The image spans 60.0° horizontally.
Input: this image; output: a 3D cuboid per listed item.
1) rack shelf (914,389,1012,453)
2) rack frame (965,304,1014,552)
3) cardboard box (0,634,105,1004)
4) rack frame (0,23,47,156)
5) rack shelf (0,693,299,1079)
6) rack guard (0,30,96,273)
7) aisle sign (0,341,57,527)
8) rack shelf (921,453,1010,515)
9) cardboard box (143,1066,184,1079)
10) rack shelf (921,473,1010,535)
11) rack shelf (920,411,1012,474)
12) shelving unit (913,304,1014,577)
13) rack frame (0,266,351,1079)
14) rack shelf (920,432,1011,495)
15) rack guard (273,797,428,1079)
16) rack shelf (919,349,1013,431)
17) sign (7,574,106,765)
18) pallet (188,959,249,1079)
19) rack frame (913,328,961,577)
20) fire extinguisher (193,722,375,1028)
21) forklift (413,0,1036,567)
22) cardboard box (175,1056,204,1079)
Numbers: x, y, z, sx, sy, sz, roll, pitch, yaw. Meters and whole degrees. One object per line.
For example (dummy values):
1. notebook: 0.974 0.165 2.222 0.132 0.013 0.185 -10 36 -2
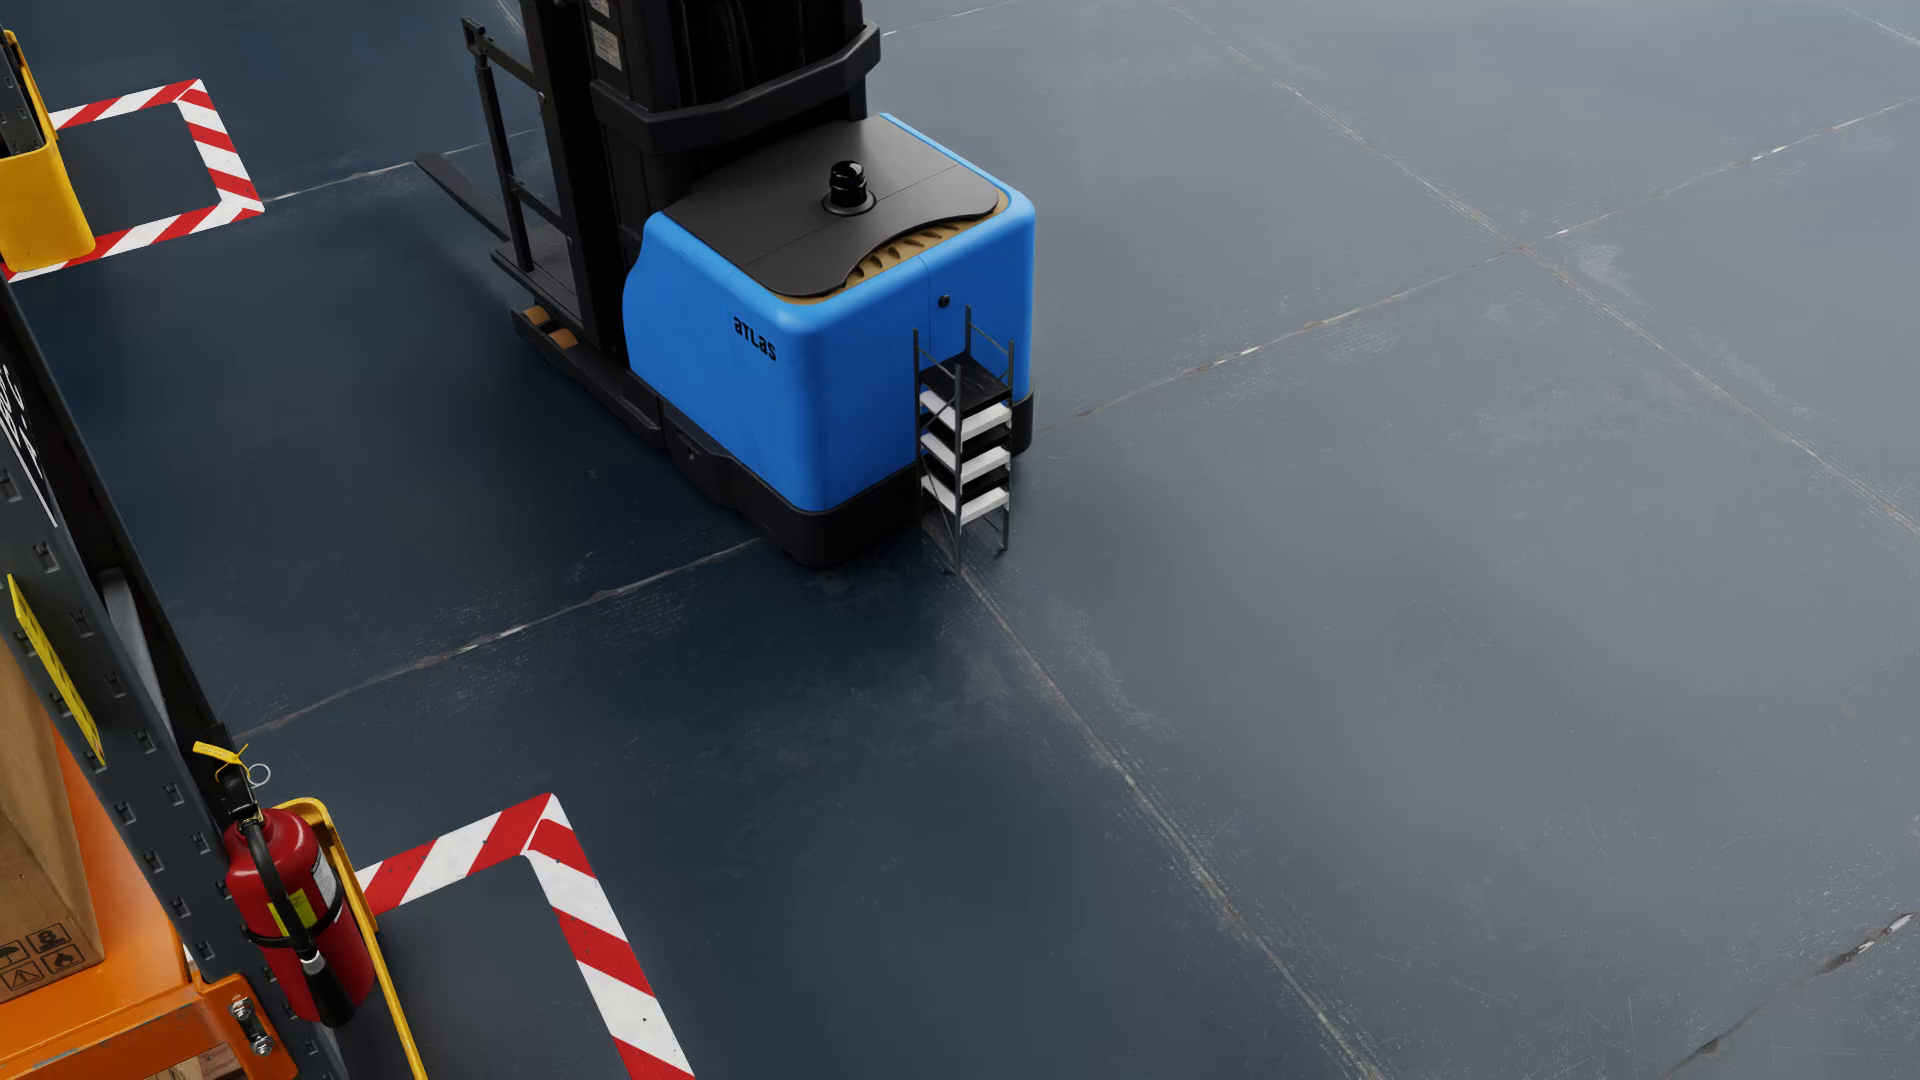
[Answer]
1. rack shelf: 0.010 -0.412 5.317 0.200 0.077 0.258 -27 51 -25
2. rack frame: 0.091 -0.349 5.463 0.006 0.900 0.240 -27 51 -25
3. cardboard box: -1.970 0.477 3.033 0.500 0.500 0.700 -22 48 -21
4. rack frame: -4.024 -2.634 6.310 0.127 3.000 1.000 -22 48 -21
5. rack shelf: -3.293 1.311 2.762 4.000 0.370 1.077 -22 48 -21
6. rack guard: -4.066 -1.682 7.124 0.348 0.500 1.175 -22 48 -21
7. aisle sign: -1.356 -0.420 2.162 0.004 0.787 0.394 -22 48 -21
8. rack shelf: 0.009 -0.219 5.505 0.200 0.077 0.258 -27 51 -25
9. cardboard box: -1.876 1.291 3.400 0.500 0.500 0.500 -22 48 -21
10. rack shelf: 0.009 -0.154 5.568 0.200 0.077 0.258 -27 51 -25
11. rack shelf: 0.010 -0.348 5.380 0.200 0.077 0.258 -27 51 -25
12. shelving unit: 0.010 -0.307 5.419 0.210 0.900 0.258 -27 51 -25
13. rack frame: -1.559 0.359 3.227 0.127 3.000 1.000 -22 48 -21
14. rack shelf: 0.010 -0.283 5.443 0.200 0.077 0.258 -27 51 -25
15. rack guard: -1.538 1.247 4.106 0.348 0.500 1.175 -22 48 -21
16. rack shelf: 0.010 -0.476 5.254 0.200 0.077 0.258 -27 51 -25
17. sign: -1.301 0.190 2.398 0.005 0.325 0.100 -22 48 -21
18. pallet: -2.201 1.650 3.898 1.213 0.211 1.003 -22 48 -21
19. rack frame: -0.072 -0.265 5.376 0.006 0.900 0.240 -27 51 -25
20. fire extinguisher: -1.225 0.626 3.007 0.183 0.674 0.296 -22 48 -21
21. forklift: -1.093 -1.910 5.614 1.130 2.935 3.031 -32 52 -28
22. cardboard box: -2.135 1.246 3.985 0.500 0.250 0.500 -22 48 -21
